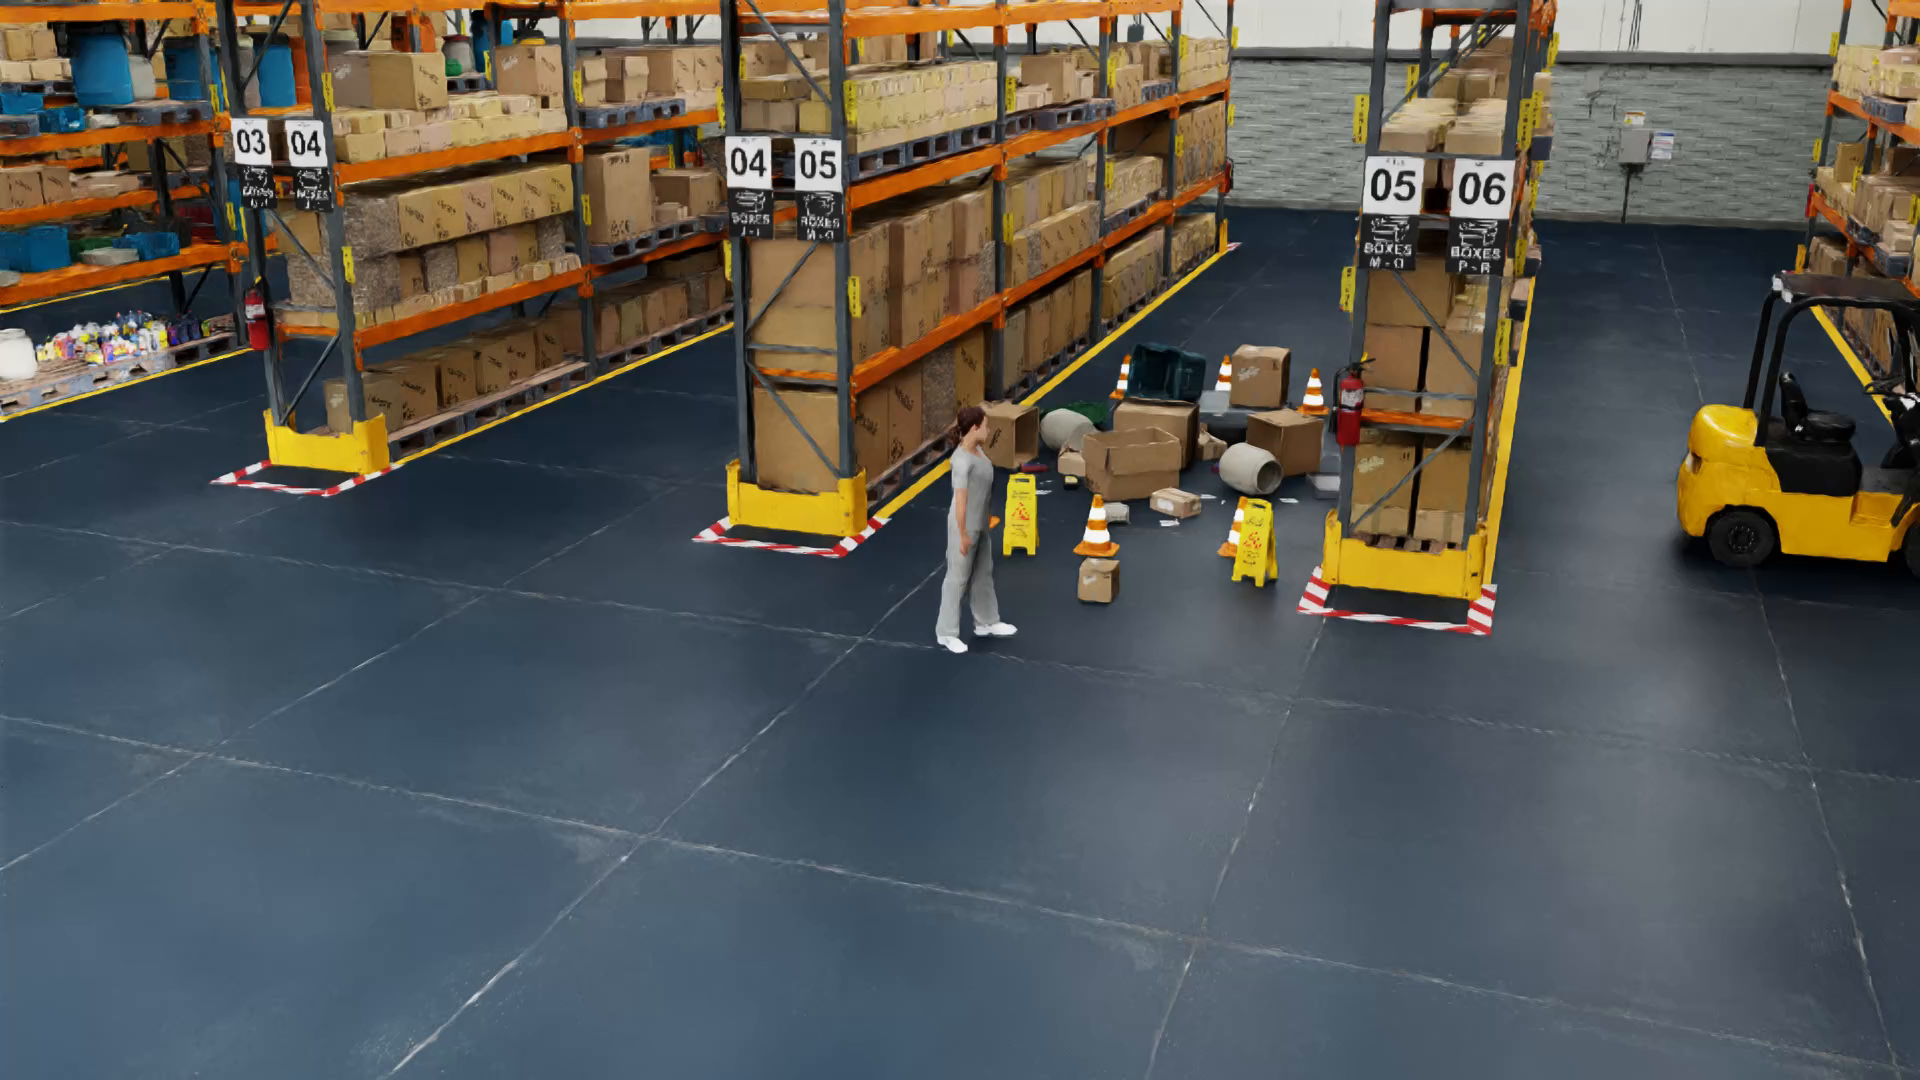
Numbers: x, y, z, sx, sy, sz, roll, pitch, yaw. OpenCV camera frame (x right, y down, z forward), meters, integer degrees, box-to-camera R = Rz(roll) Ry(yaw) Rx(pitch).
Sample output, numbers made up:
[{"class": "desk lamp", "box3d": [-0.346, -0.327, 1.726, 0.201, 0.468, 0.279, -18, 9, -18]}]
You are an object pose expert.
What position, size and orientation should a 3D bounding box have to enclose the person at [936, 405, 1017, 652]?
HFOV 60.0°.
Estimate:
[{"class": "person", "box3d": [0.112, -0.093, 11.265, 0.513, 1.670, 0.536, 5, 19, 16]}]
